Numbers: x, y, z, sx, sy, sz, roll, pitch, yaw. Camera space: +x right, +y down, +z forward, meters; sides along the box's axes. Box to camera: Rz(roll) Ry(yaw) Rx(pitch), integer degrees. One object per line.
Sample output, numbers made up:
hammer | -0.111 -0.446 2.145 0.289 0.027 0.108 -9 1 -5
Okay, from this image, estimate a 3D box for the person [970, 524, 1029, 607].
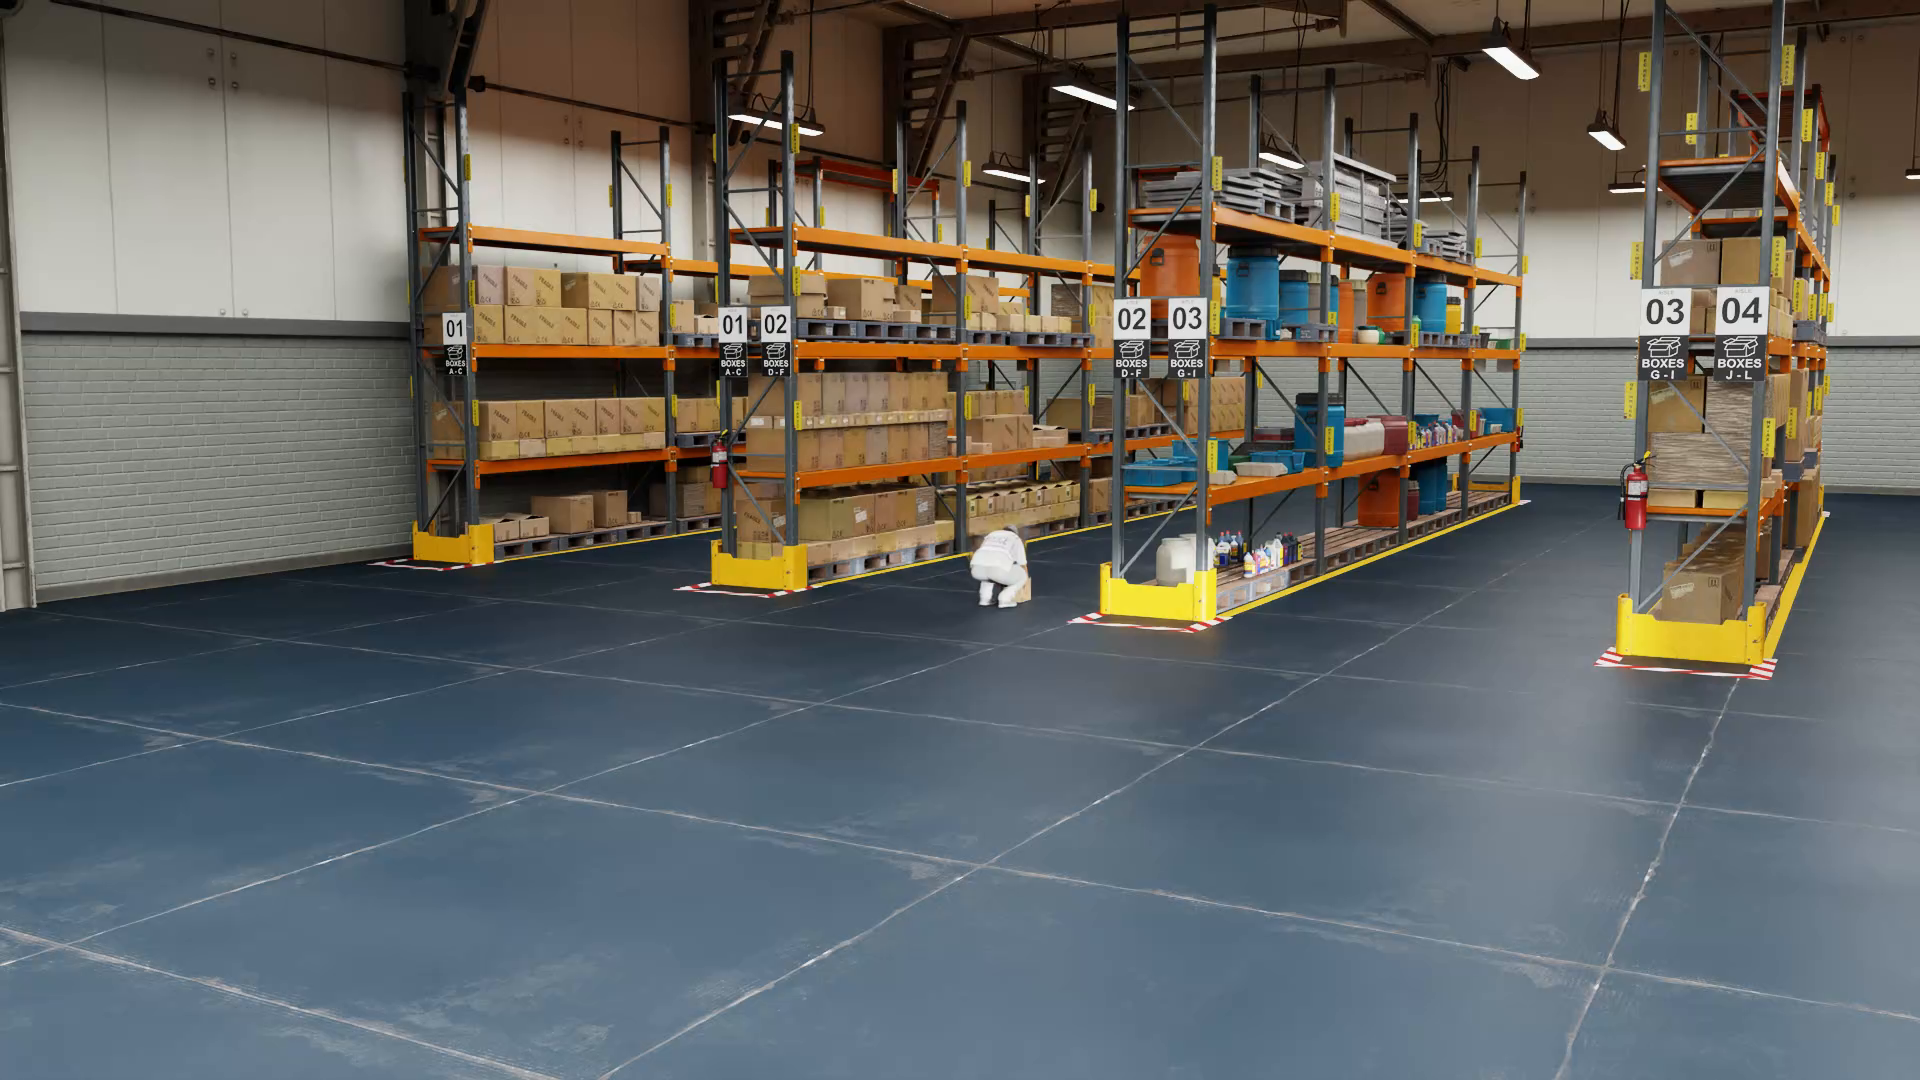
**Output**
person | 0.432 0.279 17.705 0.520 0.837 0.865 3 7 29
